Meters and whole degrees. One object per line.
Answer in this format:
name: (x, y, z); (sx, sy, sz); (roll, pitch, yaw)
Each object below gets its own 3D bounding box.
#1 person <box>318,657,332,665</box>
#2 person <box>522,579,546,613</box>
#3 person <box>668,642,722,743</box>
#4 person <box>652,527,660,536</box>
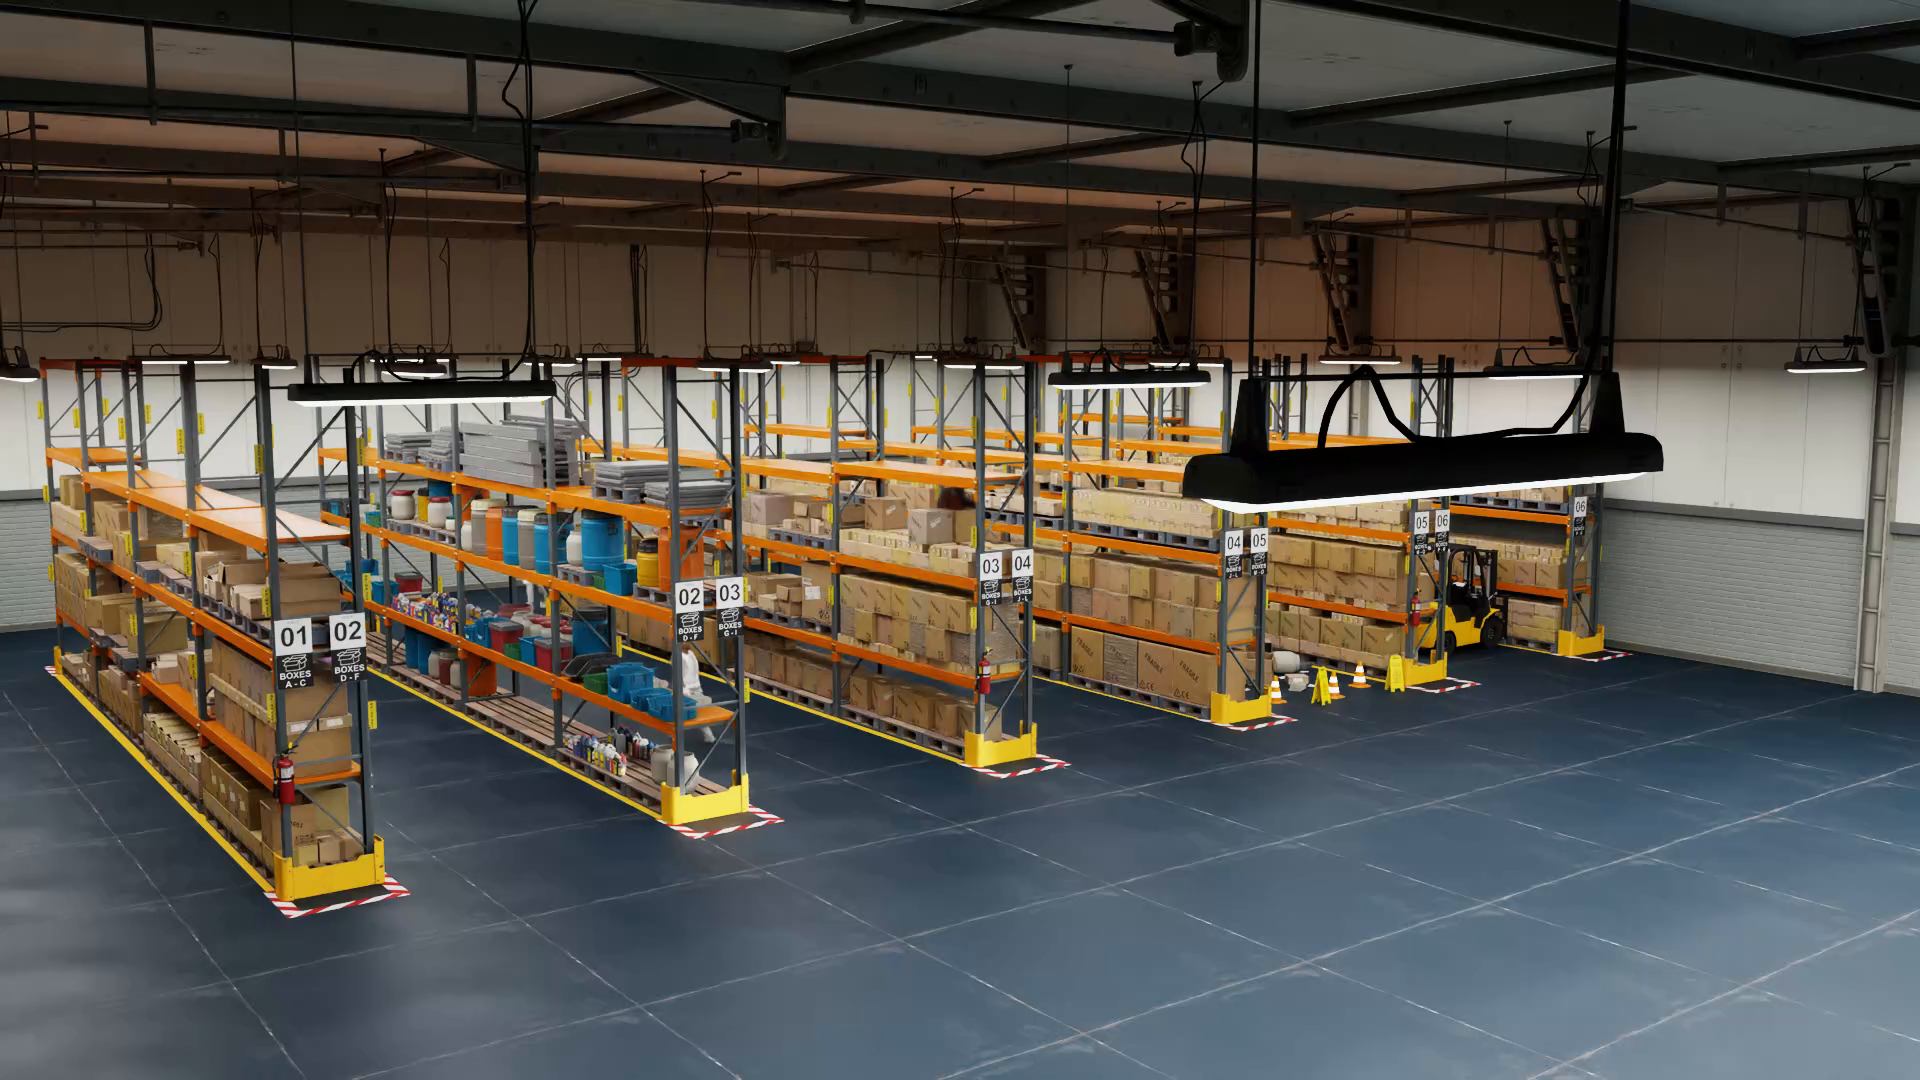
person: (-10.295, 2.310, 27.080); (0.390, 1.550, 0.865); (-4, 8, -31)
person: (-9.939, 0.900, 38.804); (0.607, 1.558, 1.000); (-1, 7, -5)
person: (-4.233, 2.316, 26.107); (0.991, 1.719, 0.577); (6, 9, 41)
person: (-7.556, 0.554, 41.371); (0.601, 1.740, 0.923); (-5, 8, -35)
